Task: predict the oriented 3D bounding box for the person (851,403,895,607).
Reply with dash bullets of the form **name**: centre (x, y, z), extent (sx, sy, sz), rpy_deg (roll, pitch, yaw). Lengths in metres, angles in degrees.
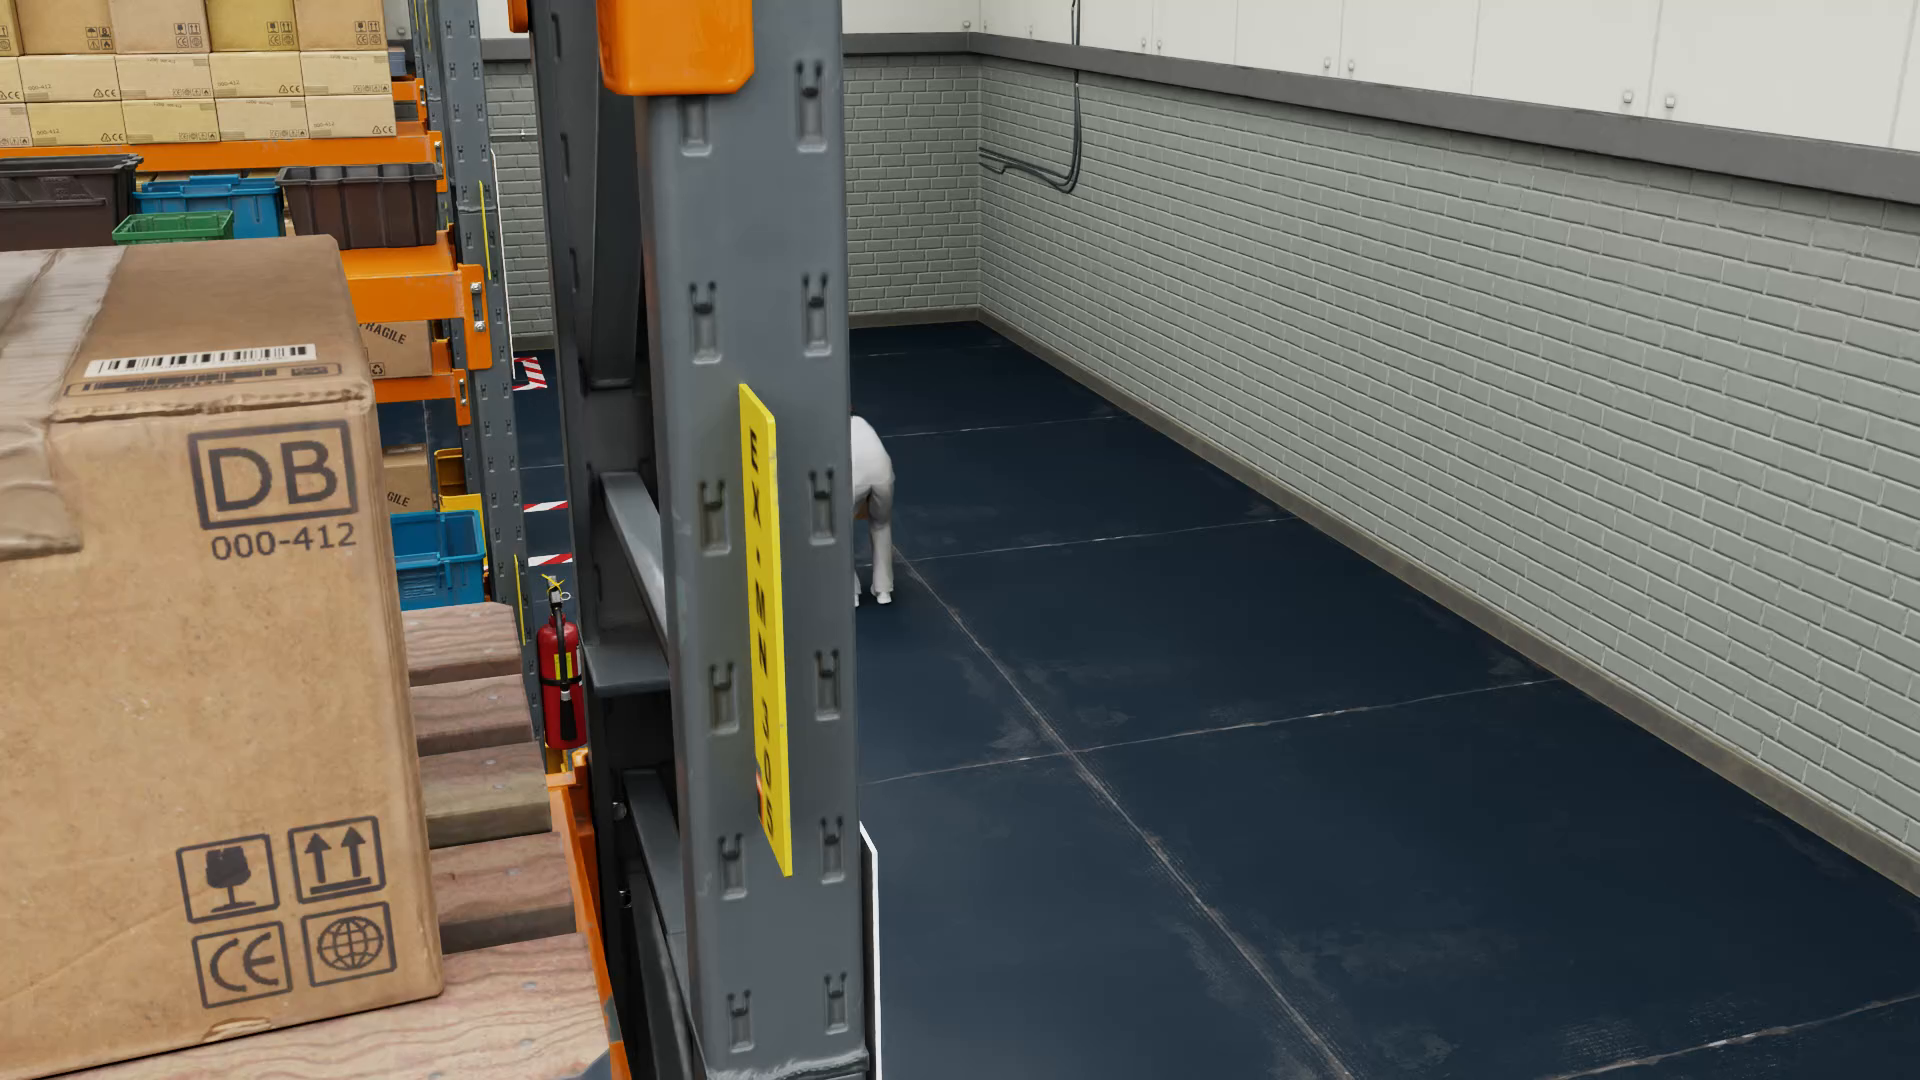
- **person**: centre (-0.676, -0.258, 10.503), extent (0.434, 1.216, 0.837), rpy_deg (-7, 20, -19)
